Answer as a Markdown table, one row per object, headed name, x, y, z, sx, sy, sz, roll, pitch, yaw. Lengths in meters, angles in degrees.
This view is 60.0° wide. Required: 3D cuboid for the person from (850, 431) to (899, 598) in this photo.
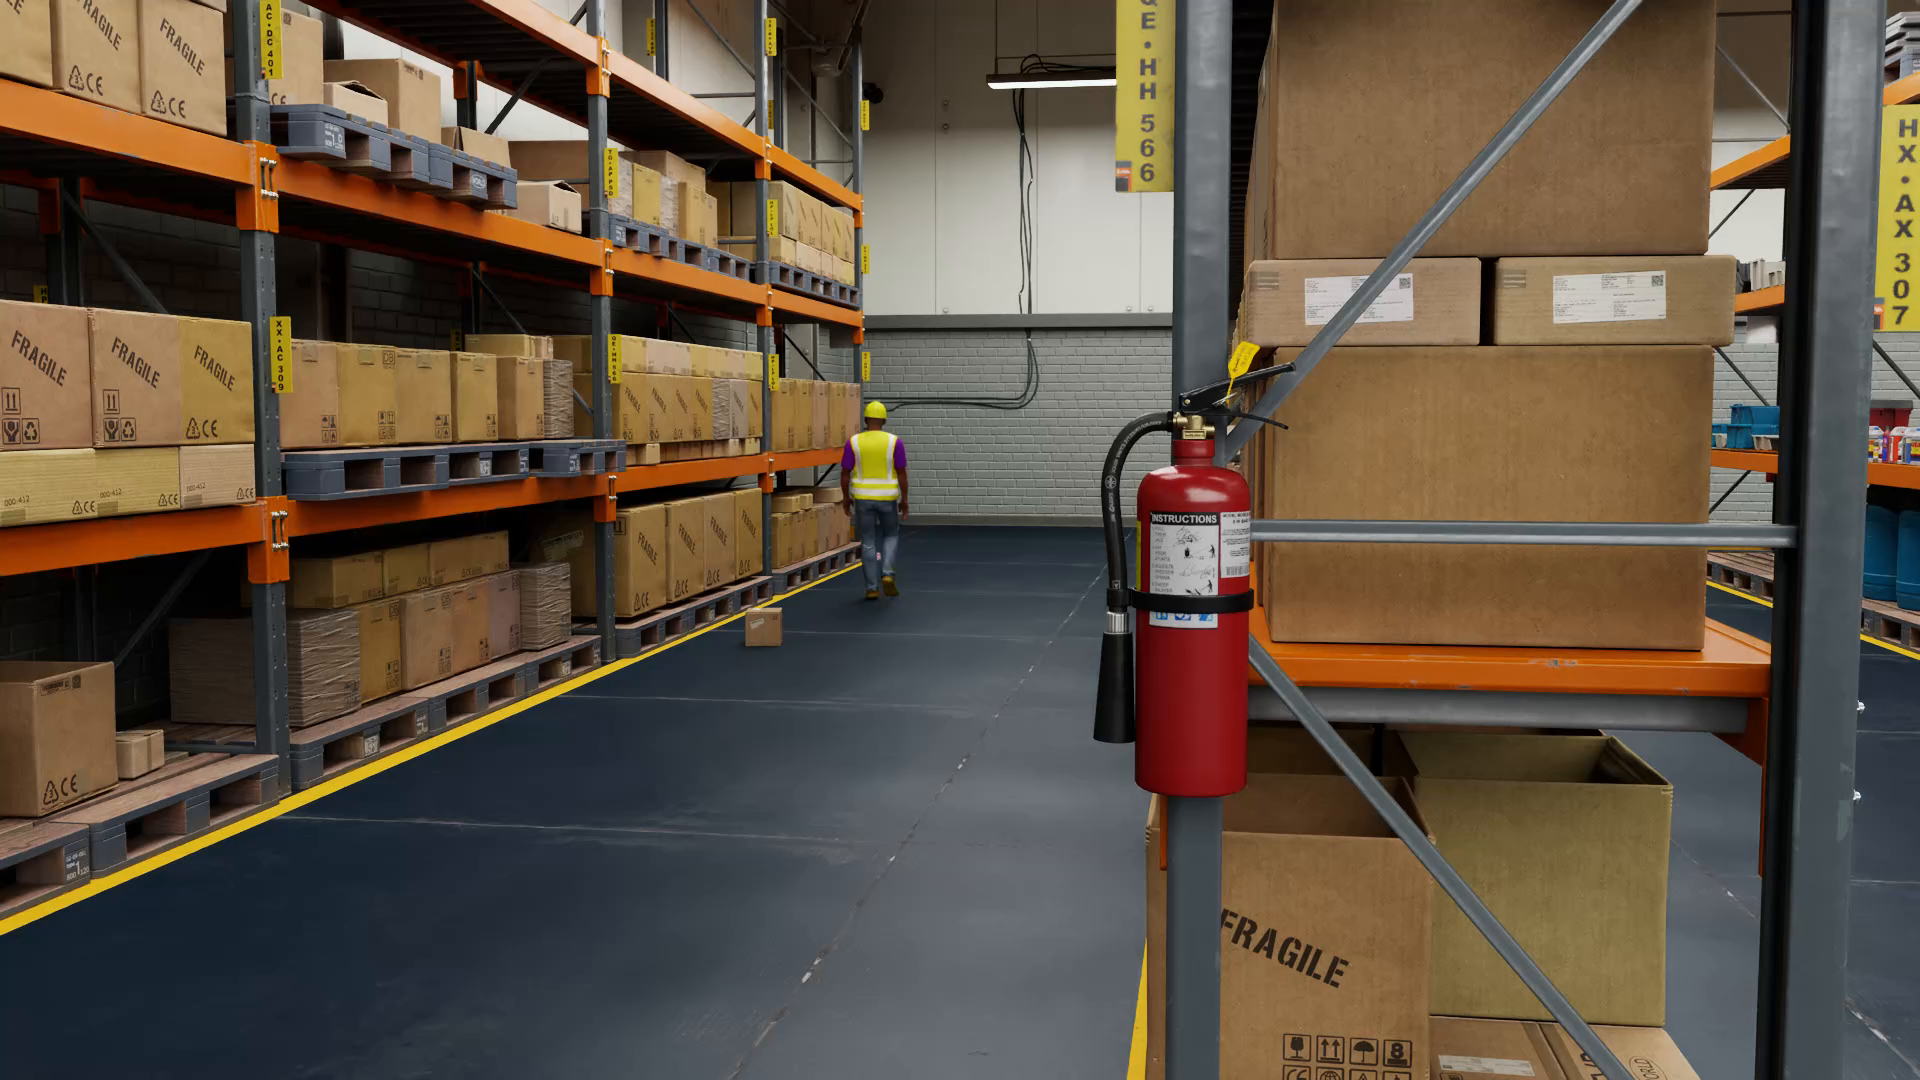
| name | x | y | z | sx | sy | sz | roll | pitch | yaw |
| --- | --- | --- | --- | --- | --- | --- | --- | --- | --- |
| person | 7.197 | -0.487 | 7.585 | 15.445 | 3.204 | 15.978 | 0 | 4 | -3 |
